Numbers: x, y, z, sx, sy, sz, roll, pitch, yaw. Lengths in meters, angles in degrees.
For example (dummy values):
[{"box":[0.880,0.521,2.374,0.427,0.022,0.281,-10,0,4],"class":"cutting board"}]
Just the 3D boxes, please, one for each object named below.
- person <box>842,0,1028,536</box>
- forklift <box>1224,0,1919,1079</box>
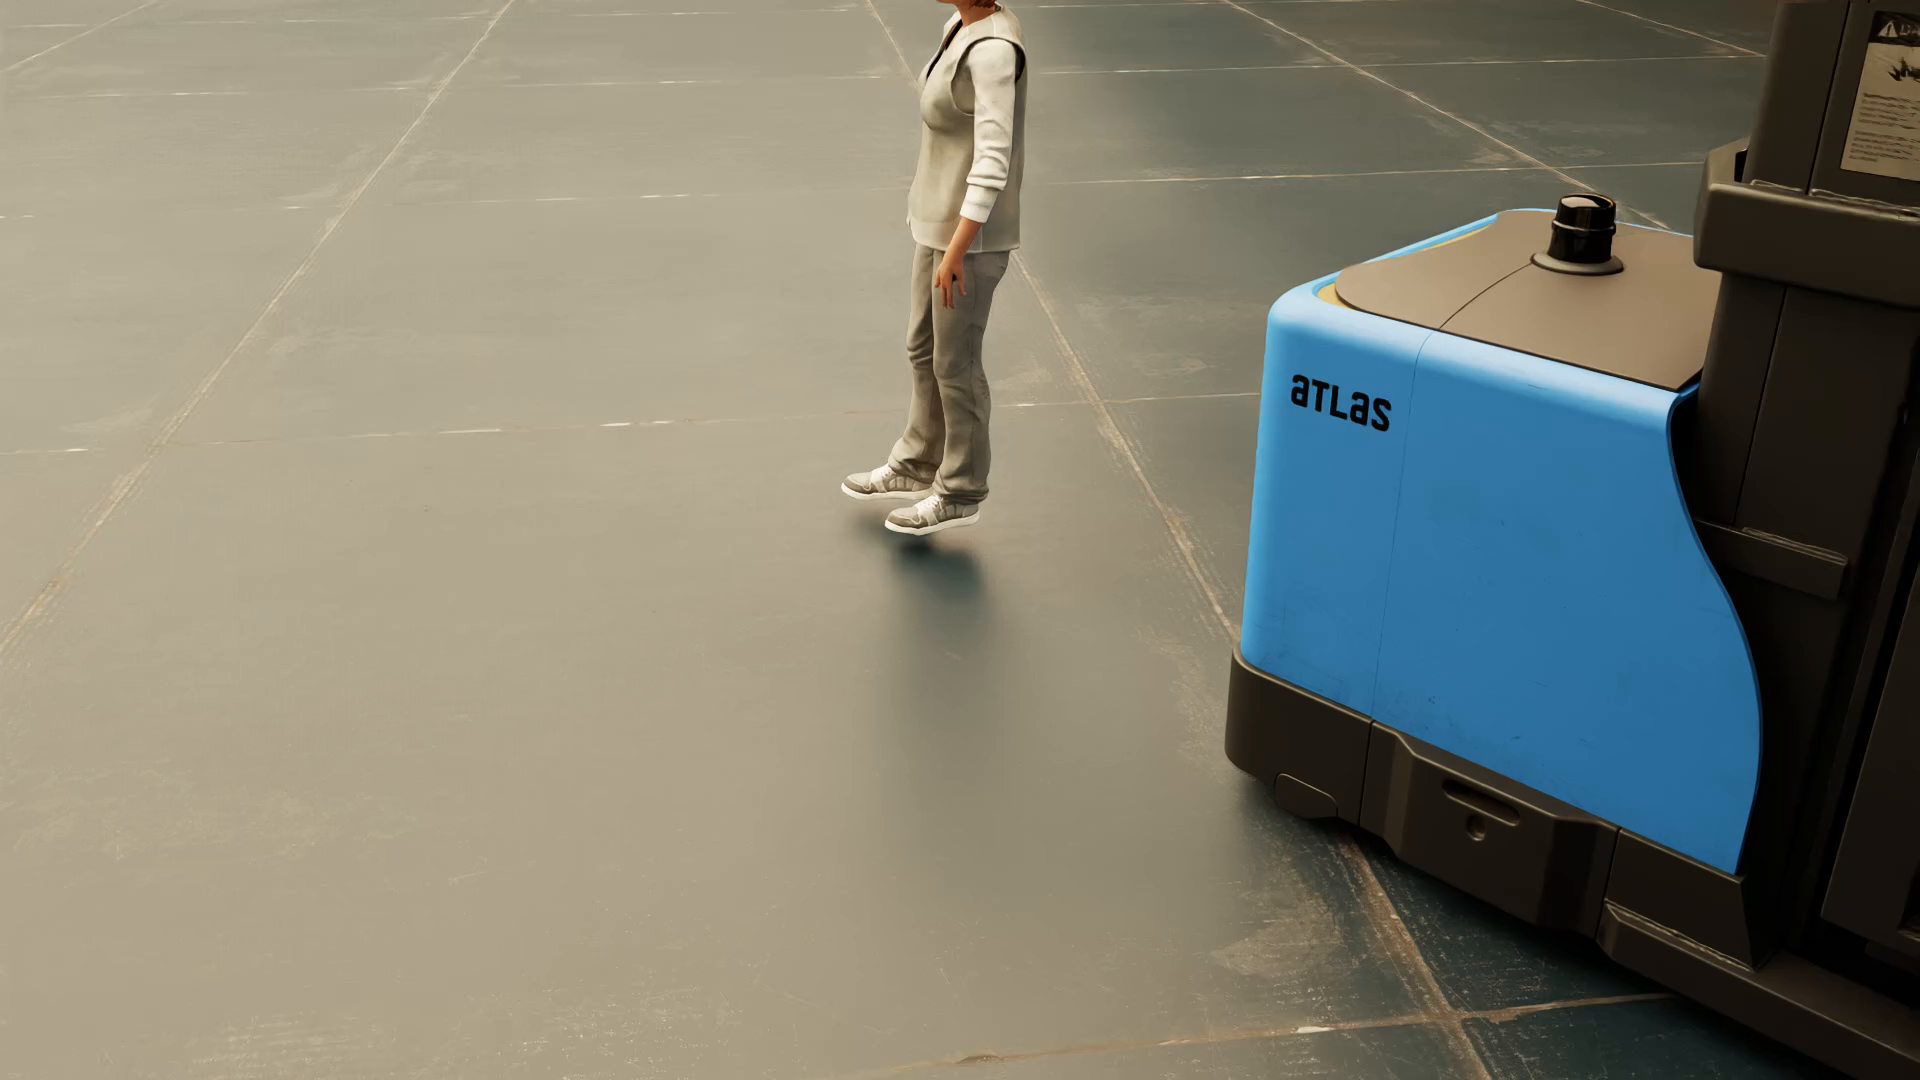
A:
[{"box":[-0.075,-0.765,4.243,0.474,1.598,0.519,-3,26,-7],"class":"person"},{"box":[1.958,-0.504,2.277,3.031,2.935,1.130,23,34,39],"class":"forklift"}]
